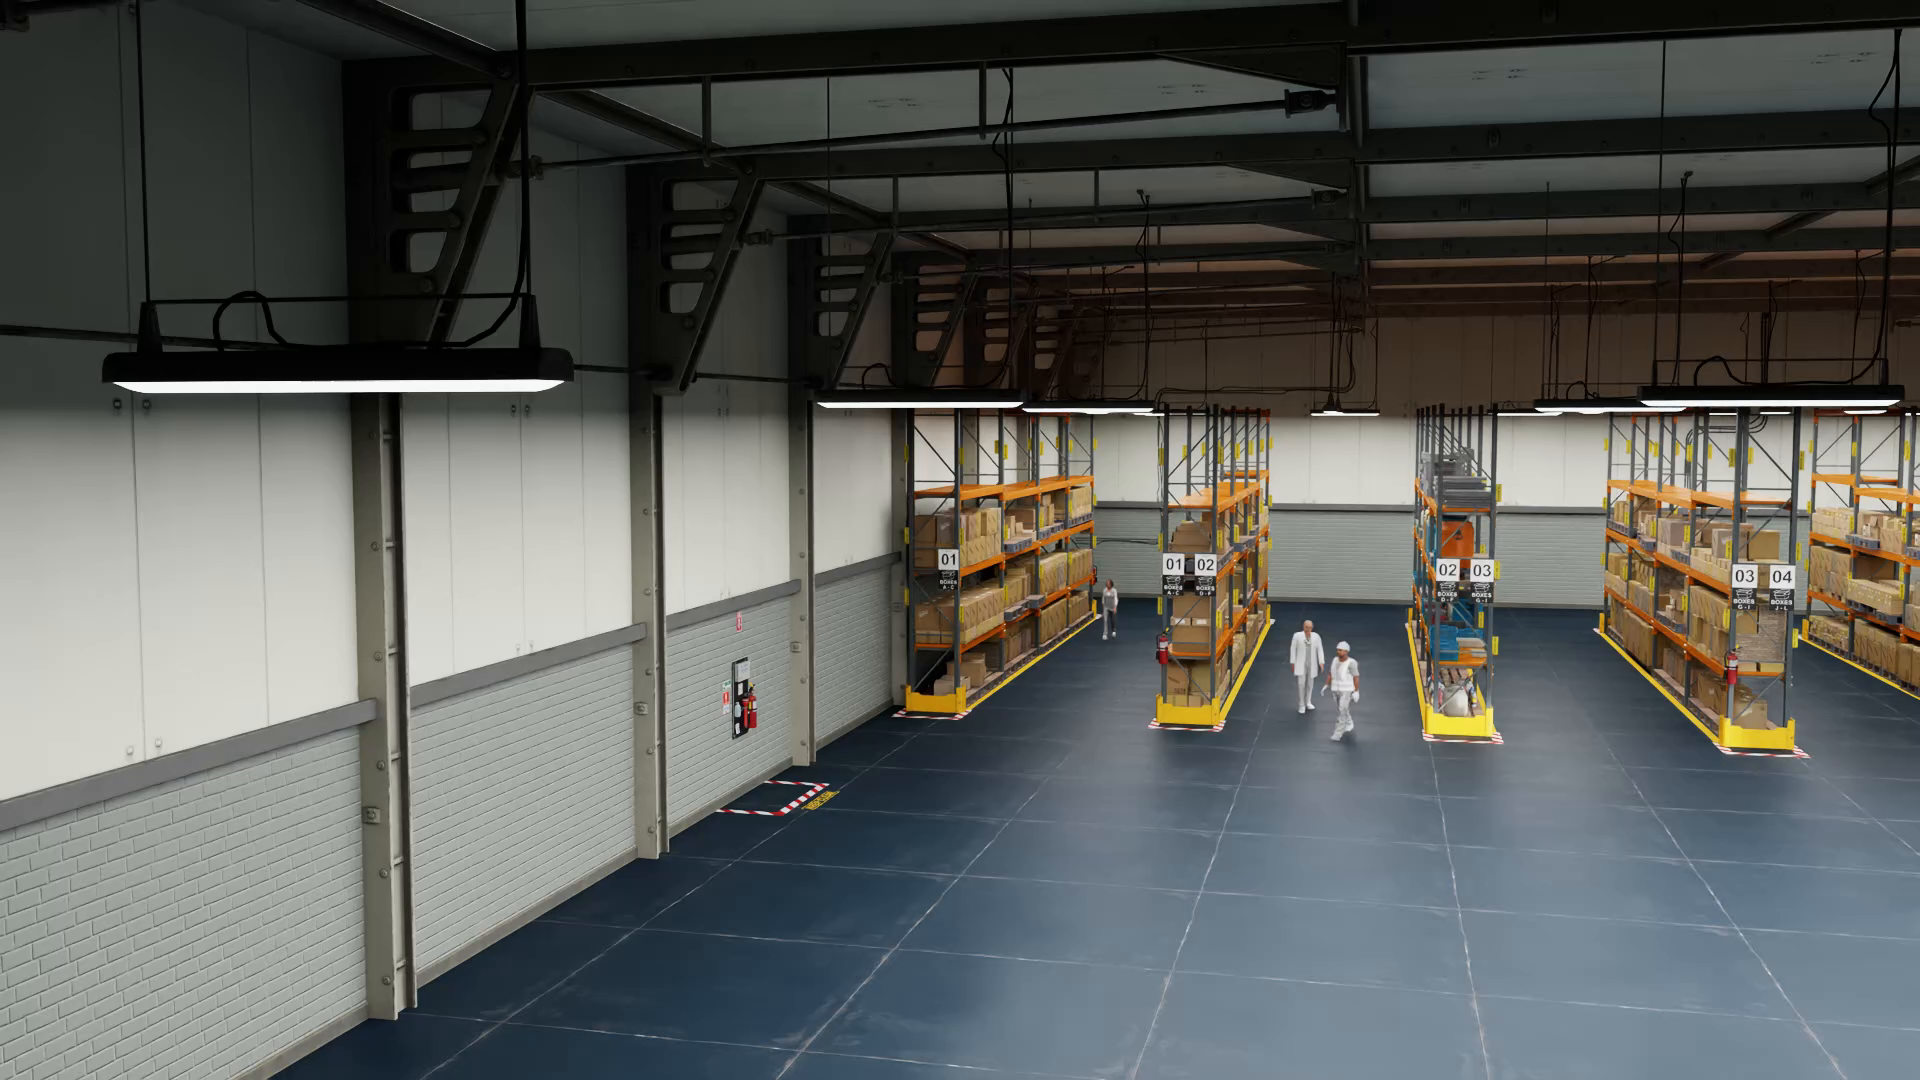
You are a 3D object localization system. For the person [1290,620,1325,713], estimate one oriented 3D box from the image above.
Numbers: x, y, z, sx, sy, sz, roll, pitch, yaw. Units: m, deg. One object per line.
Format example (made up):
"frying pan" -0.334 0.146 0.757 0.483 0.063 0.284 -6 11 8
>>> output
"person" 6.806 2.483 32.621 0.639 1.847 0.585 0 4 -2

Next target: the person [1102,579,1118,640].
"person" 3.885 1.788 43.147 0.423 1.539 0.972 1 4 13

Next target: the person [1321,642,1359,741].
"person" 6.837 2.679 29.753 0.640 1.732 1.121 4 6 42
